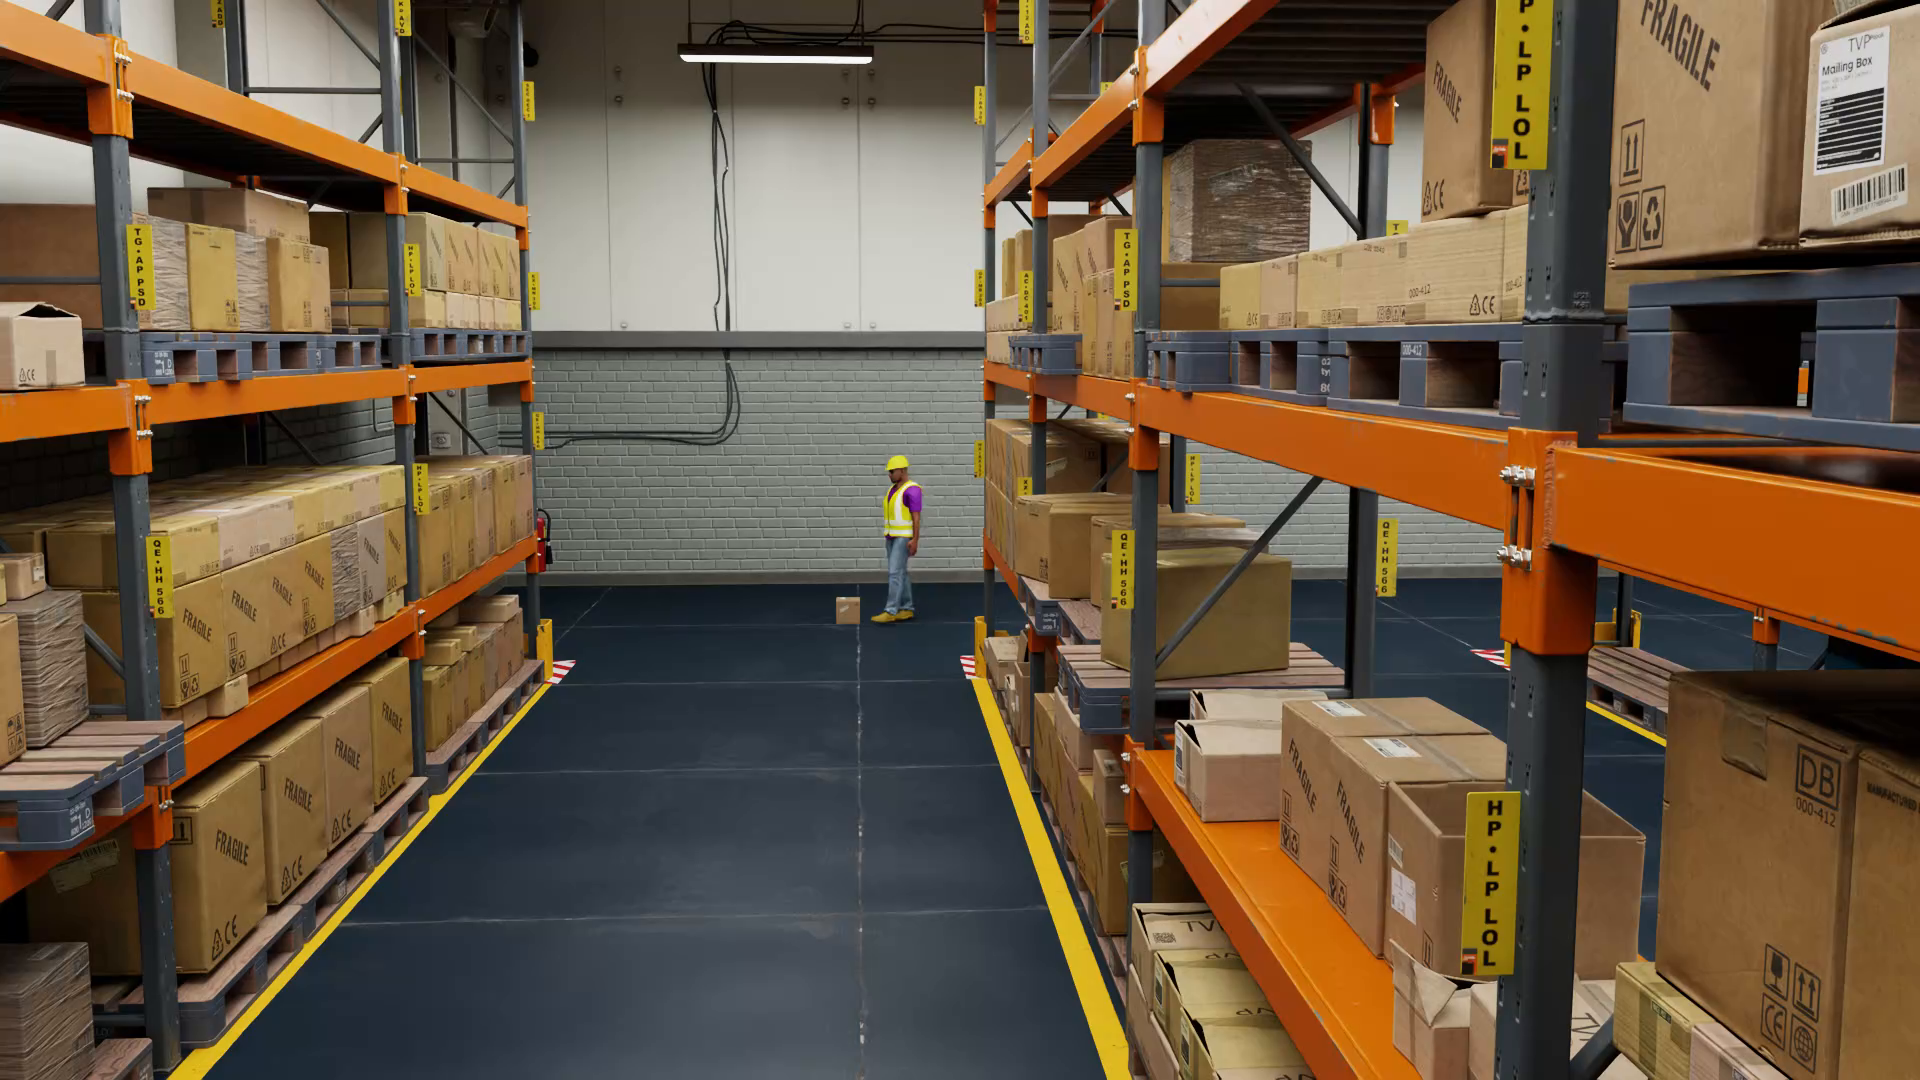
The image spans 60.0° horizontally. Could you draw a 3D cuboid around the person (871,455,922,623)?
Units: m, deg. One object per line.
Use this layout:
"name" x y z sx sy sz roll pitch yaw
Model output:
"person" -0.748 -0.011 17.687 0.692 1.762 0.598 -4 8 -33
